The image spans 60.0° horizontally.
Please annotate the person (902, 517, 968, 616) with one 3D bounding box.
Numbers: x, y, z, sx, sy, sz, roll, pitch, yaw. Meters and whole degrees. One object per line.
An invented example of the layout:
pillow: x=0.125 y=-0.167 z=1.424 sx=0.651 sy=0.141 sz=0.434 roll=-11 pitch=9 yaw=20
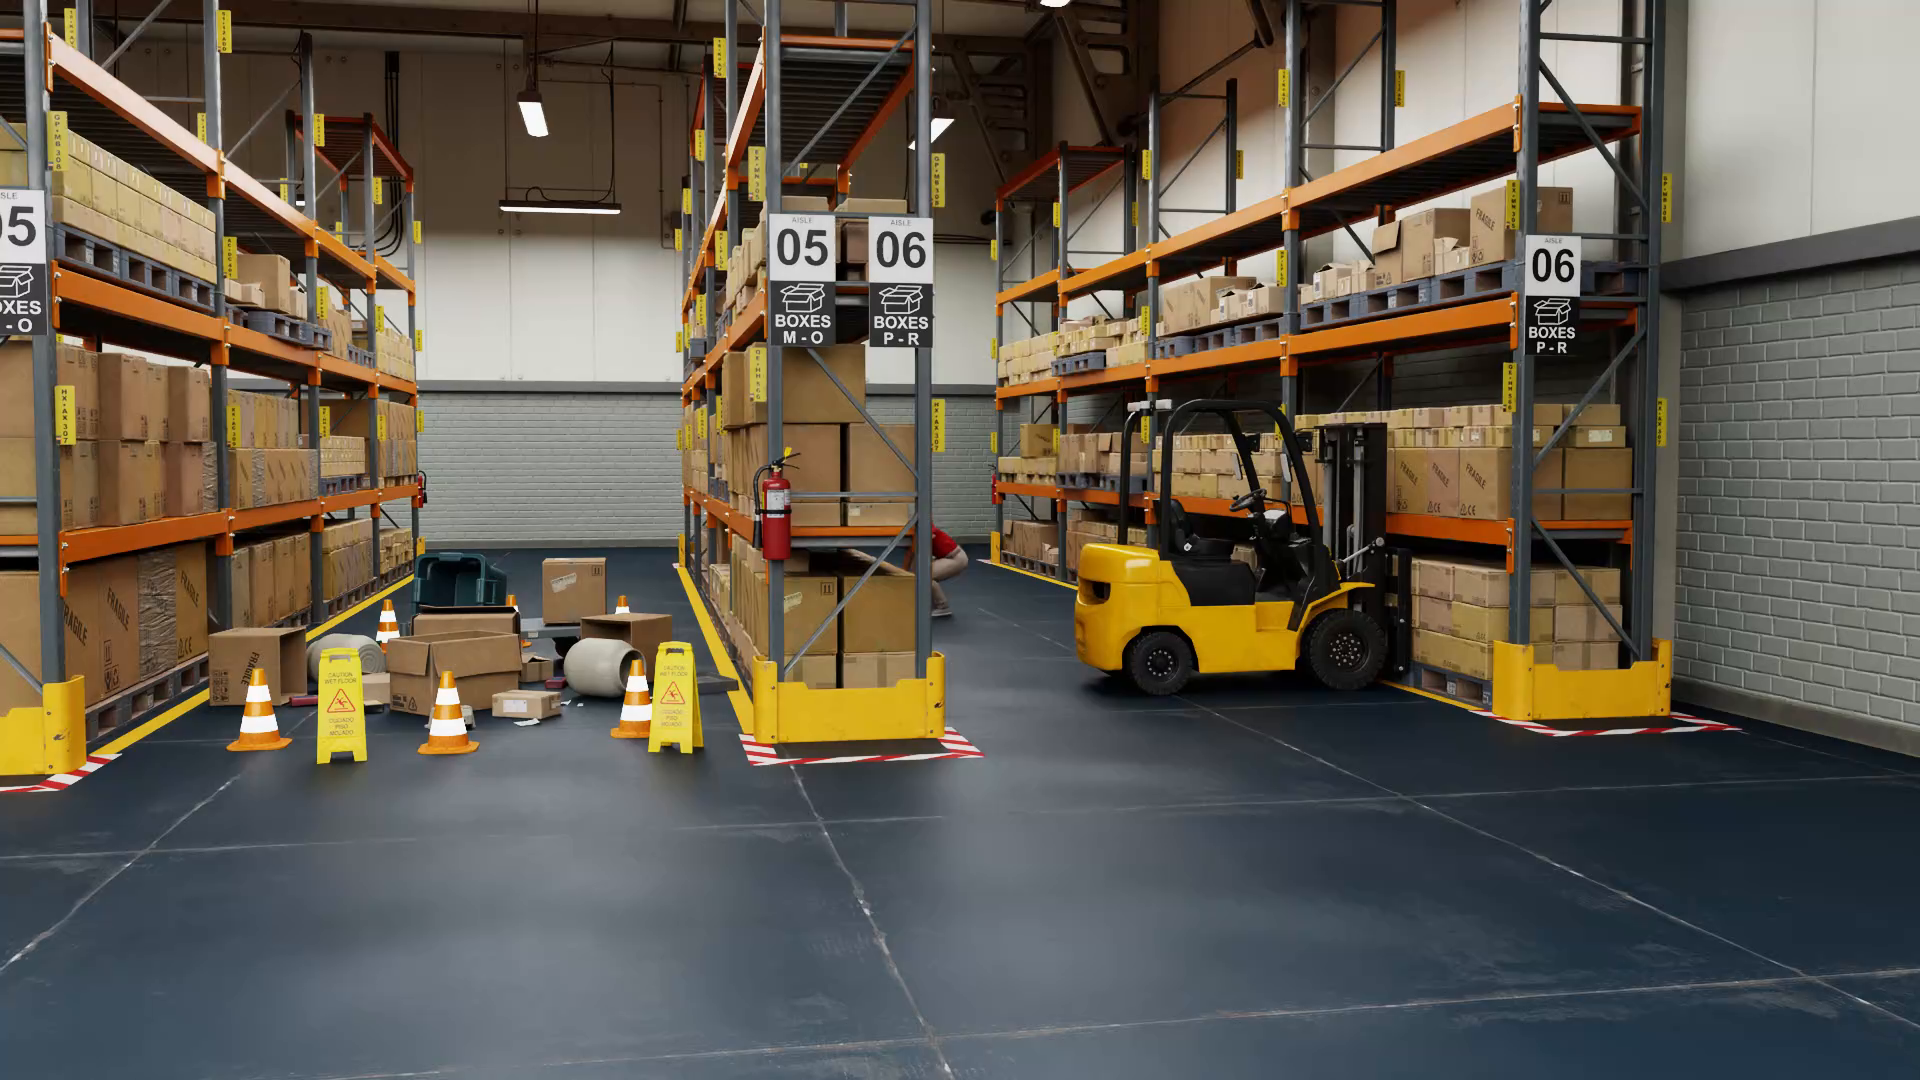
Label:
person: x=-0.322 y=0.269 z=18.052 sx=0.830 sy=1.114 sz=0.576 roll=-1 pitch=3 yaw=-12
